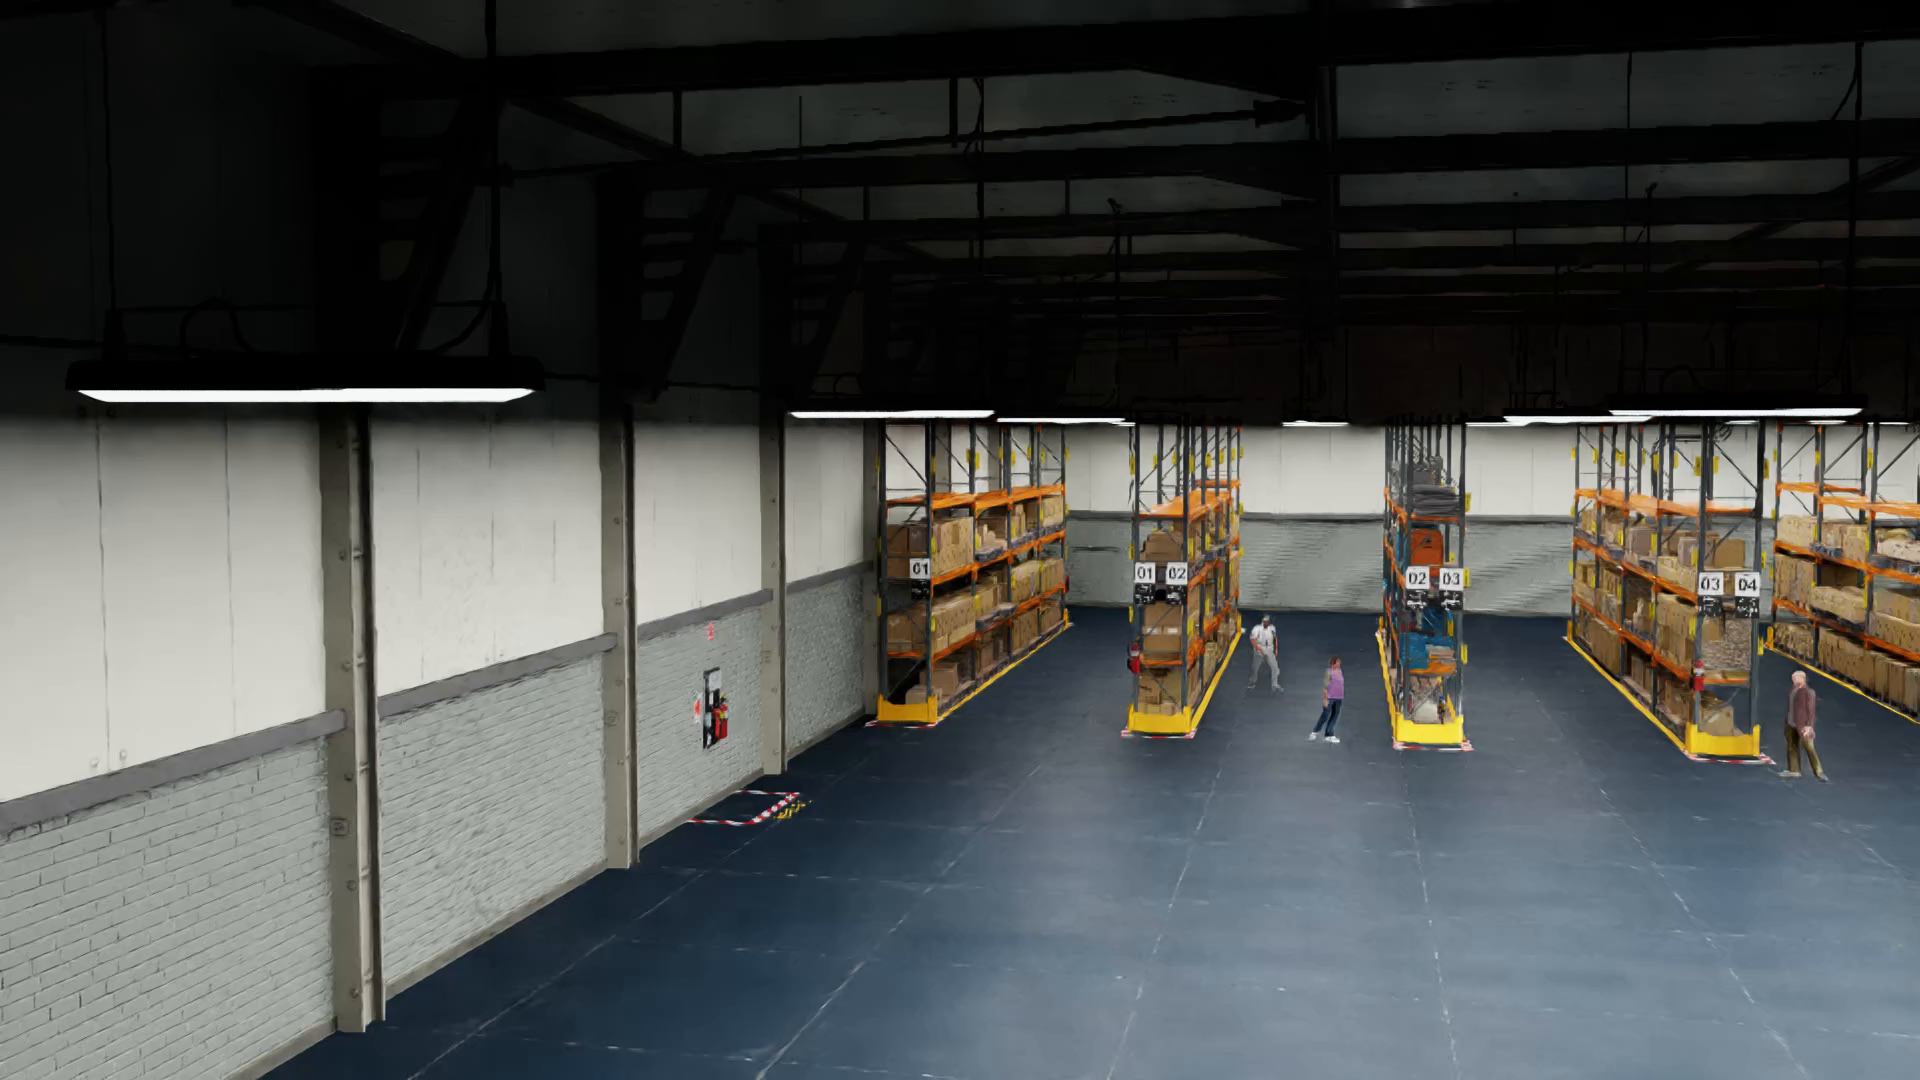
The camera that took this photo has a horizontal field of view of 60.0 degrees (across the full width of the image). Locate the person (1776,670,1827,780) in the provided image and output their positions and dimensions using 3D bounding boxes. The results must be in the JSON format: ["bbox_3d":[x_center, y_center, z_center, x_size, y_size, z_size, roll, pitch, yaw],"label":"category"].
[{"bbox_3d":[13.763,3.009,27.097,0.523,1.776,0.782,-1,4,-18],"label":"person"}]

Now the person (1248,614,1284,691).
[{"bbox_3d":[6.635,2.417,36.221,0.700,1.690,0.863,0,4,-4],"label":"person"}]

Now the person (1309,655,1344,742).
[{"bbox_3d":[6.674,2.884,30.213,0.587,1.588,0.446,-2,4,-30],"label":"person"}]
